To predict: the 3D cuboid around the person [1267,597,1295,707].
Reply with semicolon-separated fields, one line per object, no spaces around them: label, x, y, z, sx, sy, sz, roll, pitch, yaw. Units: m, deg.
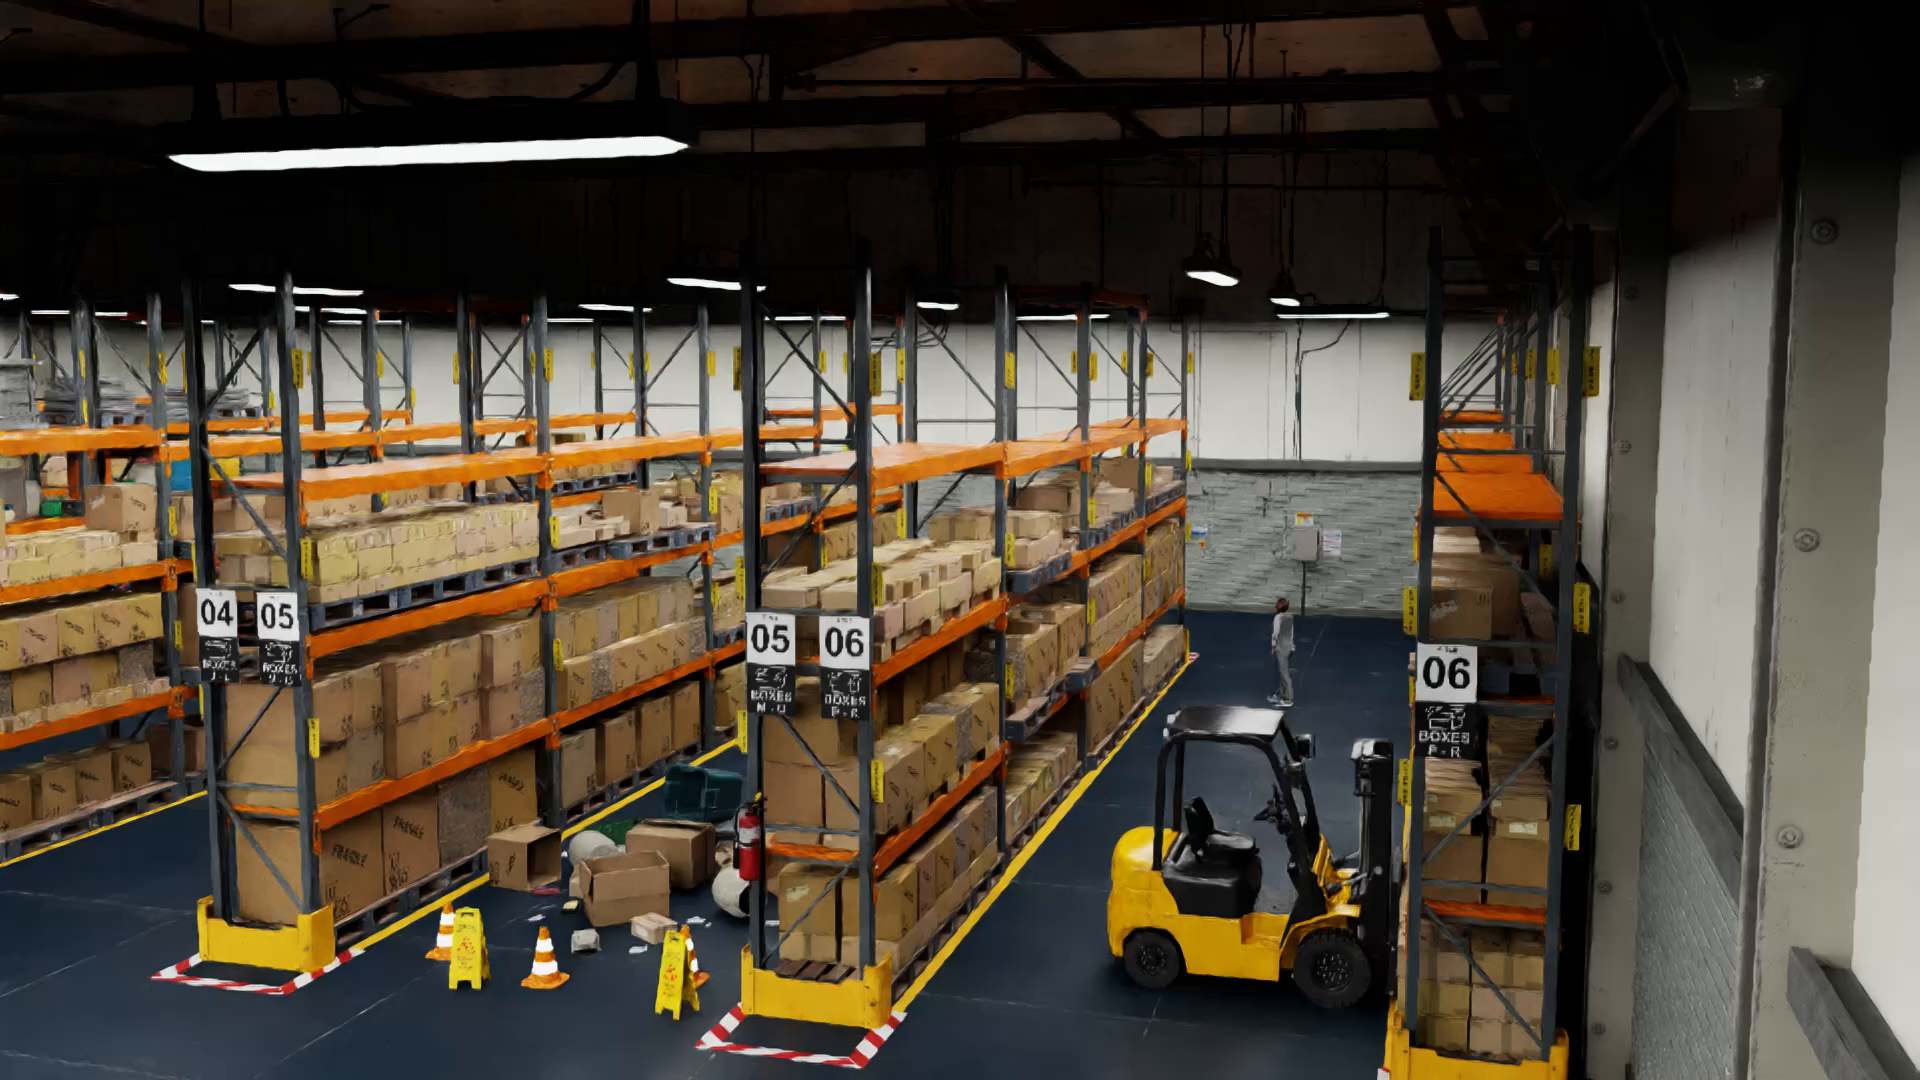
person;4.729;1.626;24.479;0.532;1.588;0.535;5;8;38
